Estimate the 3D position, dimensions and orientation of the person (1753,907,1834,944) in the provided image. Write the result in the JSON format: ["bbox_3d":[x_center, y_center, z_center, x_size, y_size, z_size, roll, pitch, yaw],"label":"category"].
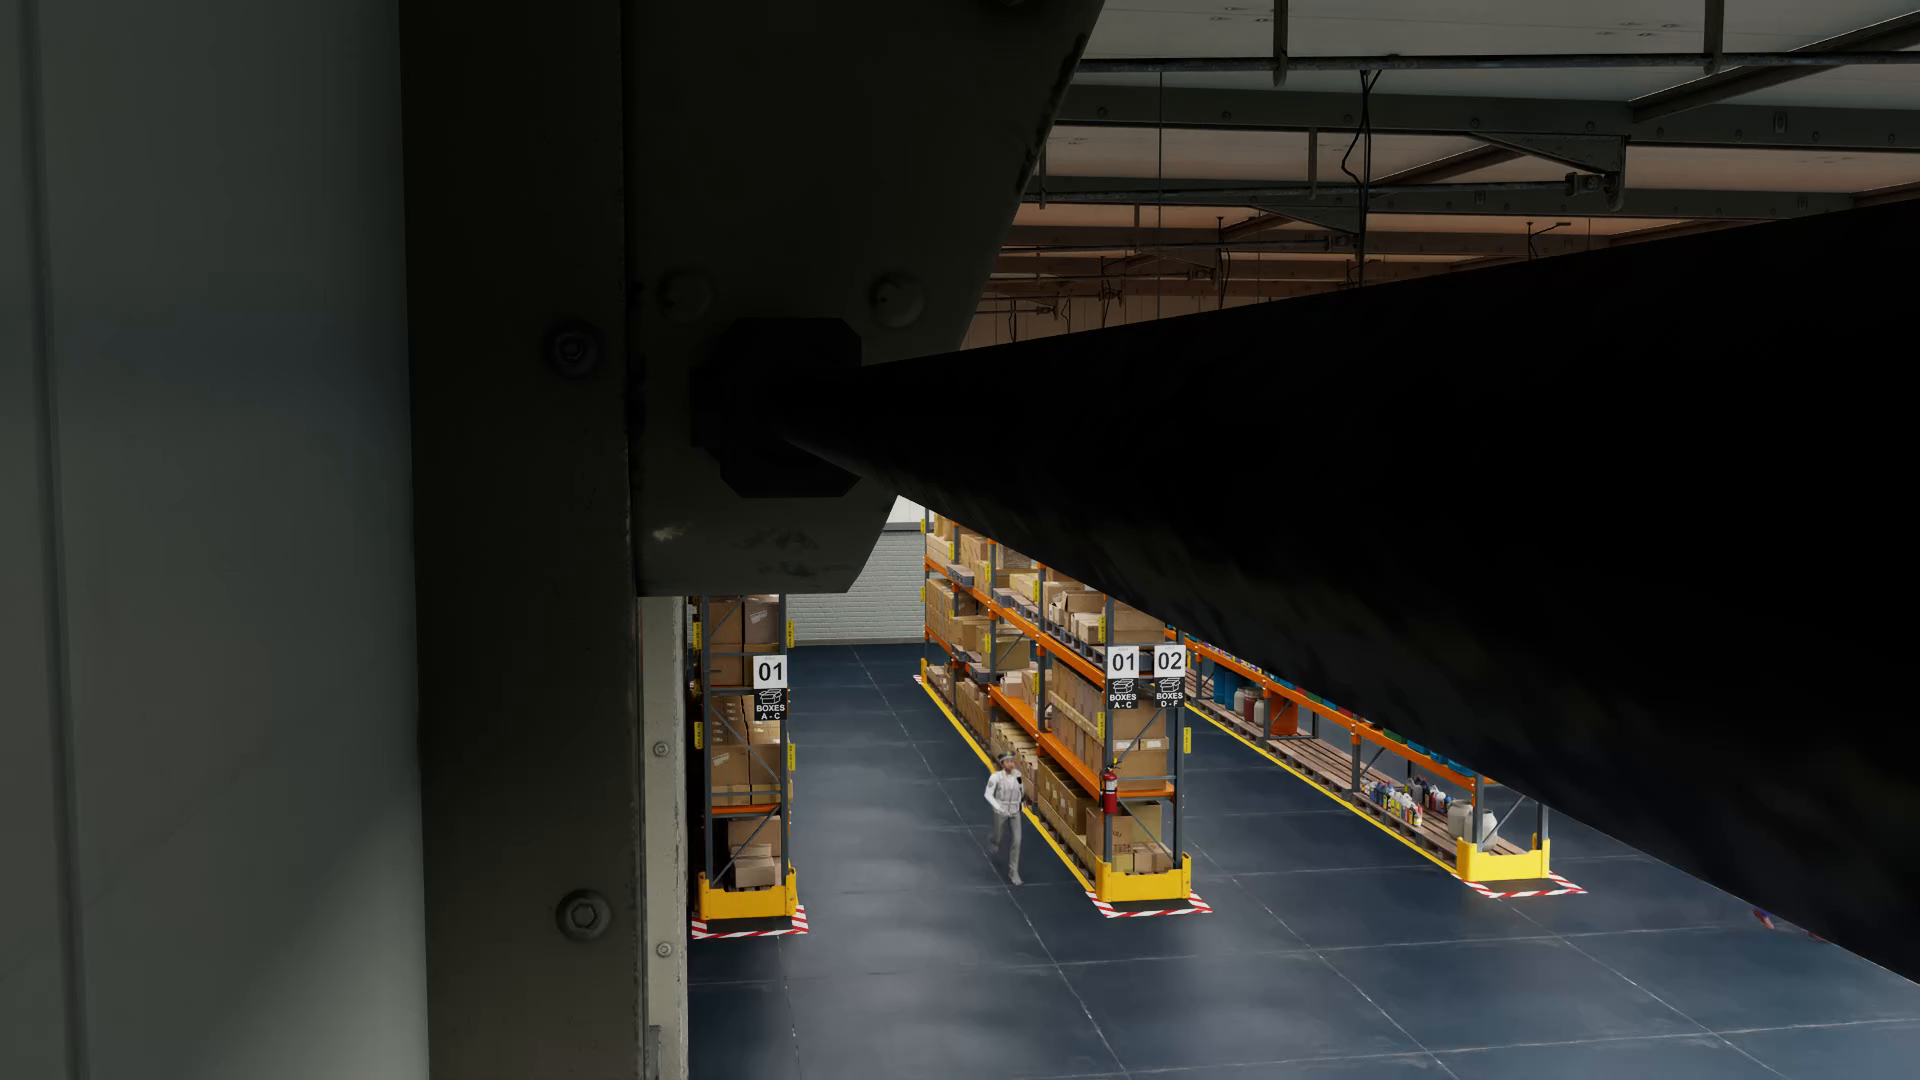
[{"bbox_3d":[9.693,3.834,19.256,0.899,1.651,0.619,2,5,23],"label":"person"}]

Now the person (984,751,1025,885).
[{"bbox_3d":[0.605,3.594,21.871,0.592,1.694,0.981,-1,5,-13],"label":"person"}]
